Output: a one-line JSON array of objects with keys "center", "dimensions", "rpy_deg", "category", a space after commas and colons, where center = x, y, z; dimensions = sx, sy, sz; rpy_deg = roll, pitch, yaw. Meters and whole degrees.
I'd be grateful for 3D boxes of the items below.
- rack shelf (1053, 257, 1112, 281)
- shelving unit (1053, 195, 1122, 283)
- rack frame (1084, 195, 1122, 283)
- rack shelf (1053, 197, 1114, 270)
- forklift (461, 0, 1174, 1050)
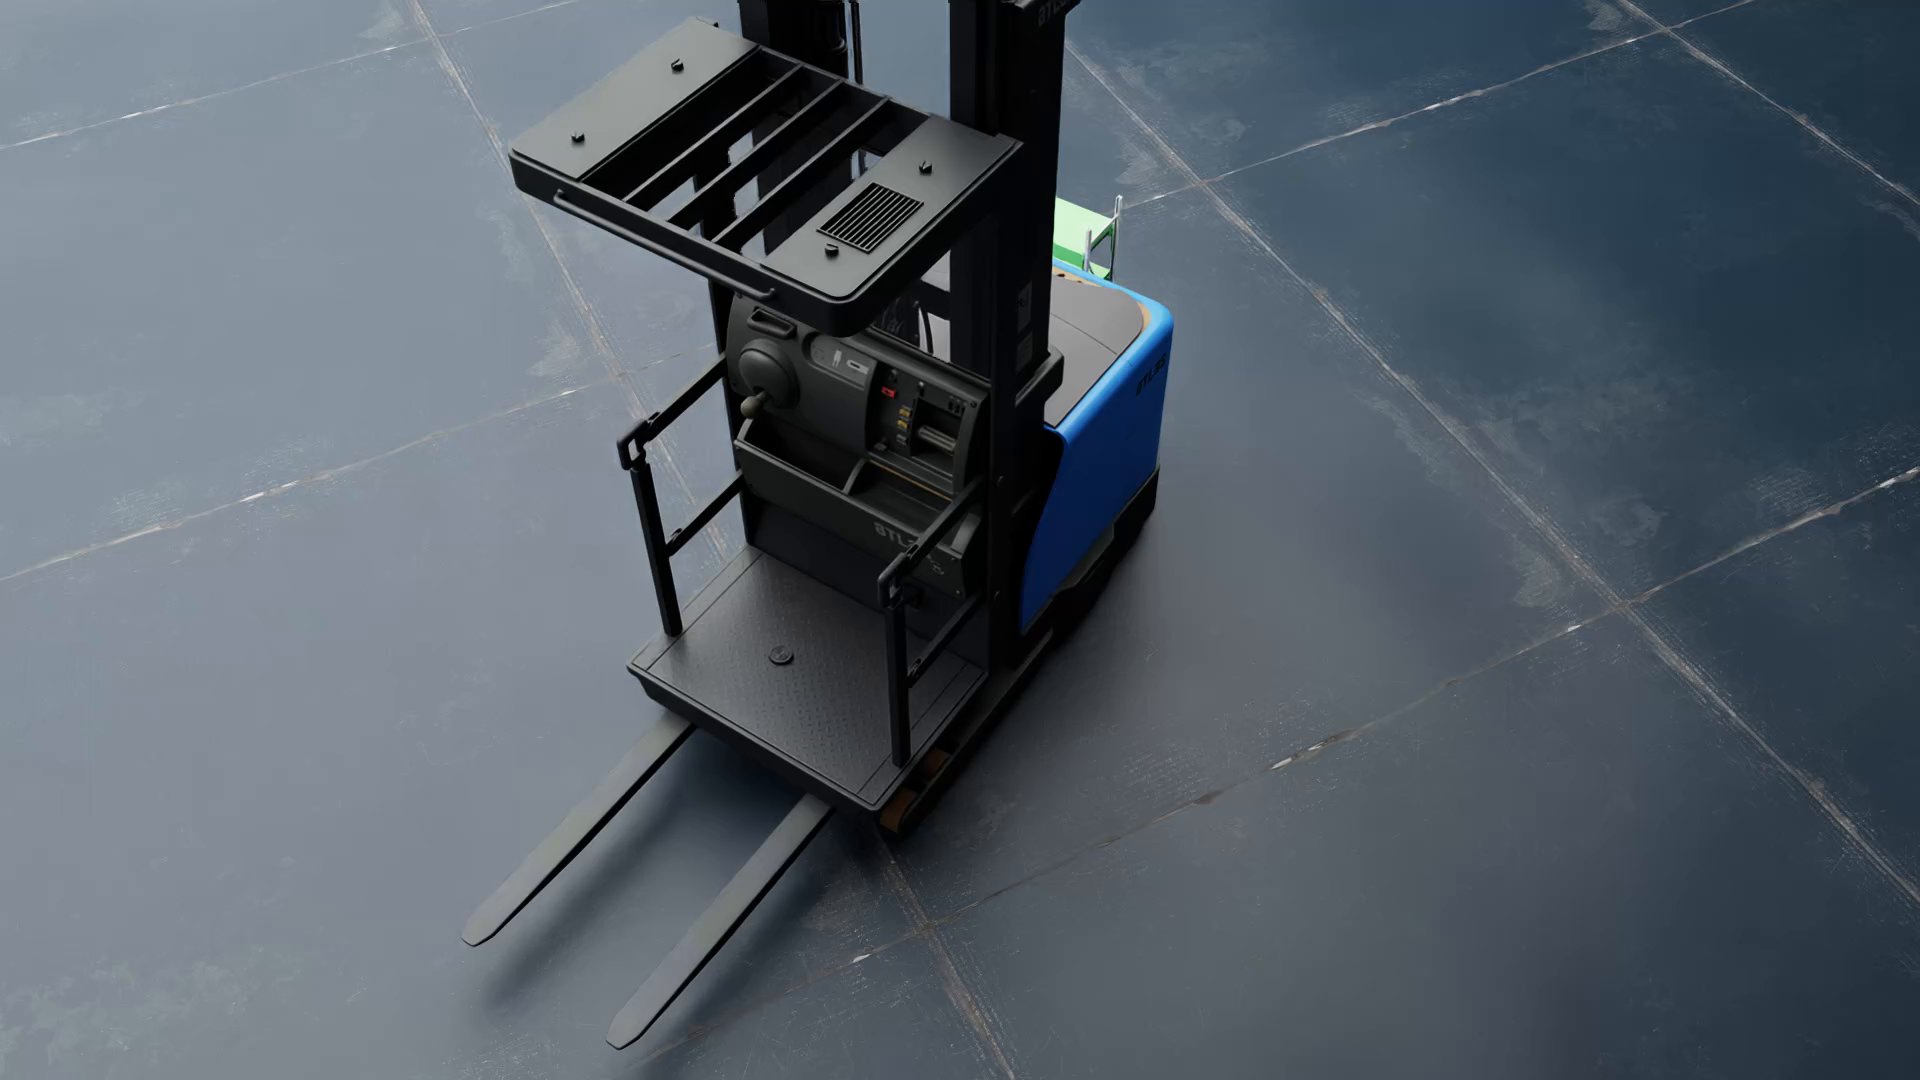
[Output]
[{"center": [0.326, -1.022, 6.506], "dimensions": [0.480, 0.148, 0.258], "rpy_deg": [26, 54, 21], "category": "rack shelf"}, {"center": [0.326, -0.906, 6.638], "dimensions": [0.503, 1.200, 0.258], "rpy_deg": [26, 54, 21], "category": "shelving unit"}, {"center": [0.530, -0.805, 6.550], "dimensions": [0.015, 1.200, 0.240], "rpy_deg": [26, 54, 21], "category": "rack frame"}, {"center": [0.326, -1.180, 6.325], "dimensions": [0.480, 0.148, 0.258], "rpy_deg": [26, 54, 21], "category": "rack shelf"}, {"center": [-0.457, -0.368, 5.017], "dimensions": [1.130, 2.935, 3.031], "rpy_deg": [27, 54, 22], "category": "forklift"}]
